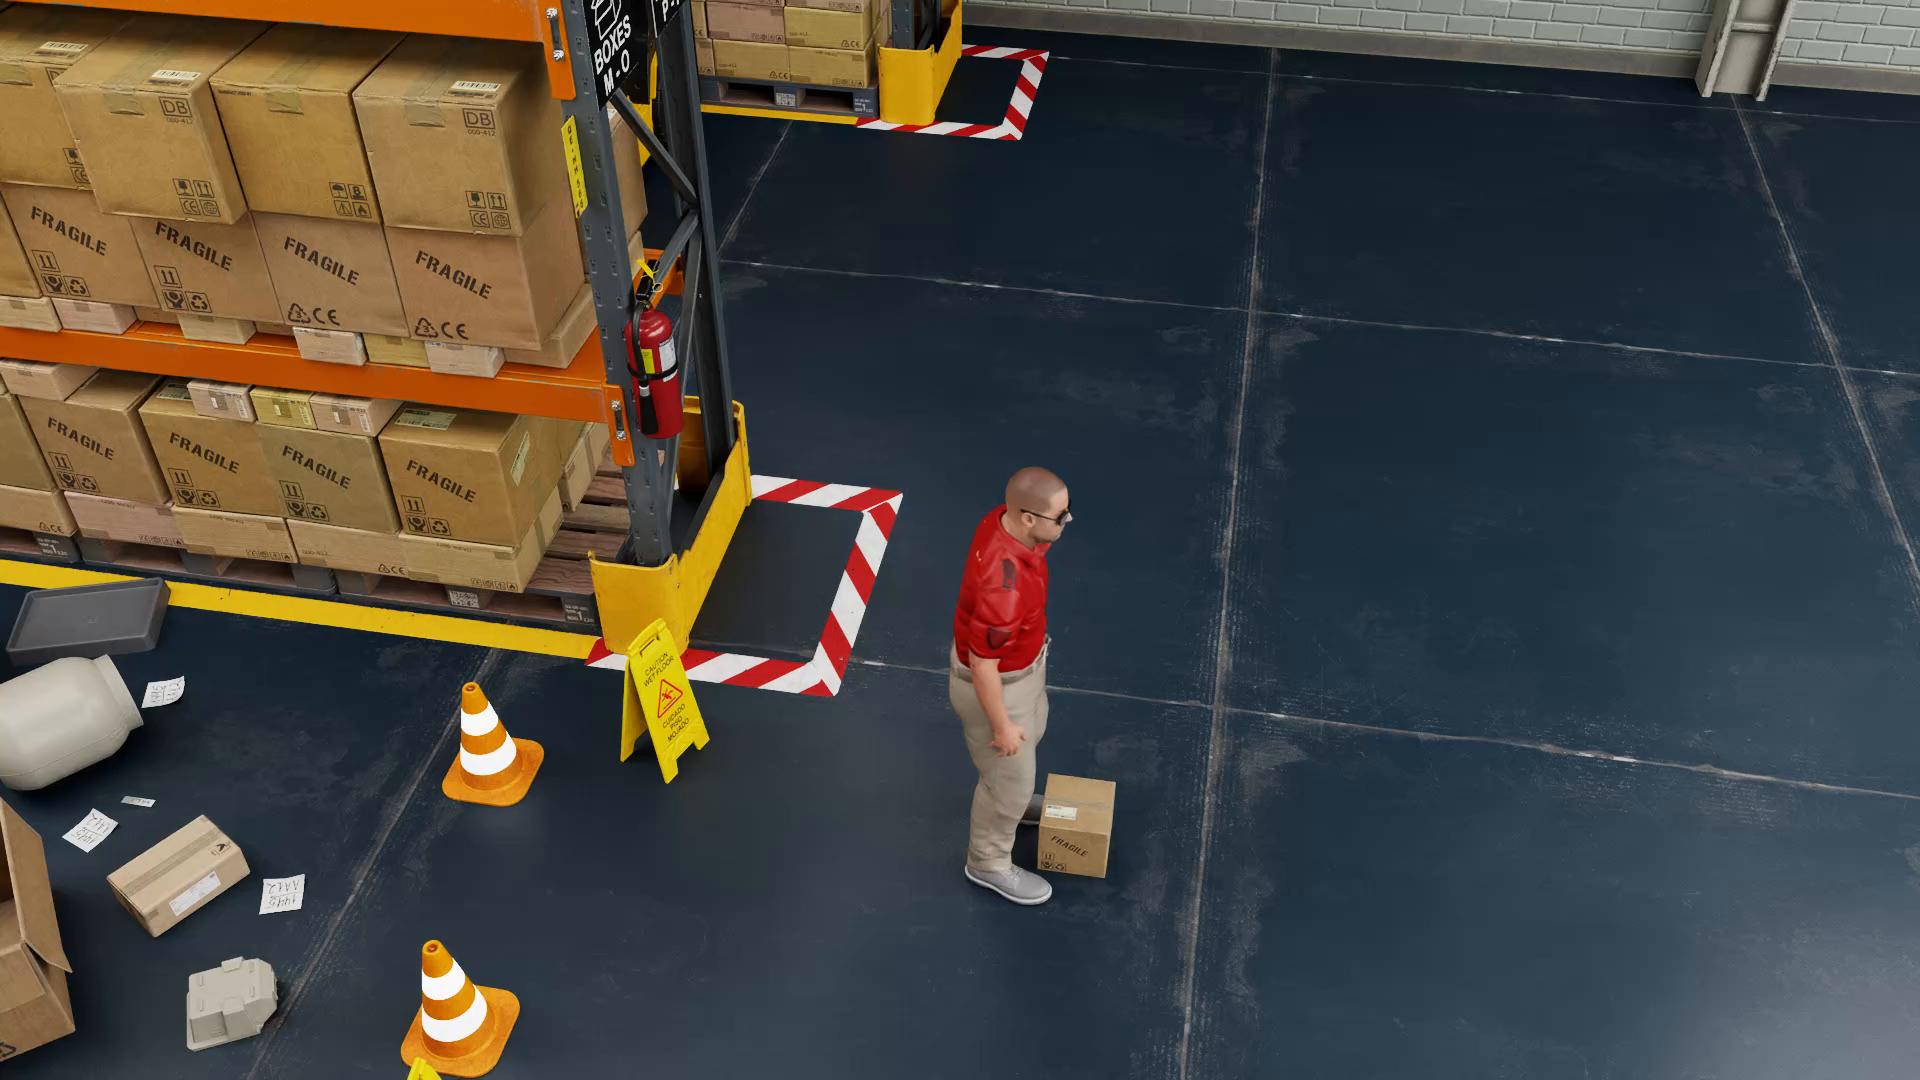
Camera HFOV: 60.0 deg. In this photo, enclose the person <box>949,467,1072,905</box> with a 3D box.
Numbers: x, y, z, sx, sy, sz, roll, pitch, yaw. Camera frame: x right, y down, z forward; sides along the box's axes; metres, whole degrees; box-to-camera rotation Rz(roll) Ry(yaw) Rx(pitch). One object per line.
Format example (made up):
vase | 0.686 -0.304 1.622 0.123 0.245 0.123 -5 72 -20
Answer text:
person | 0.174 0.460 5.625 0.396 1.726 0.586 7 41 8
